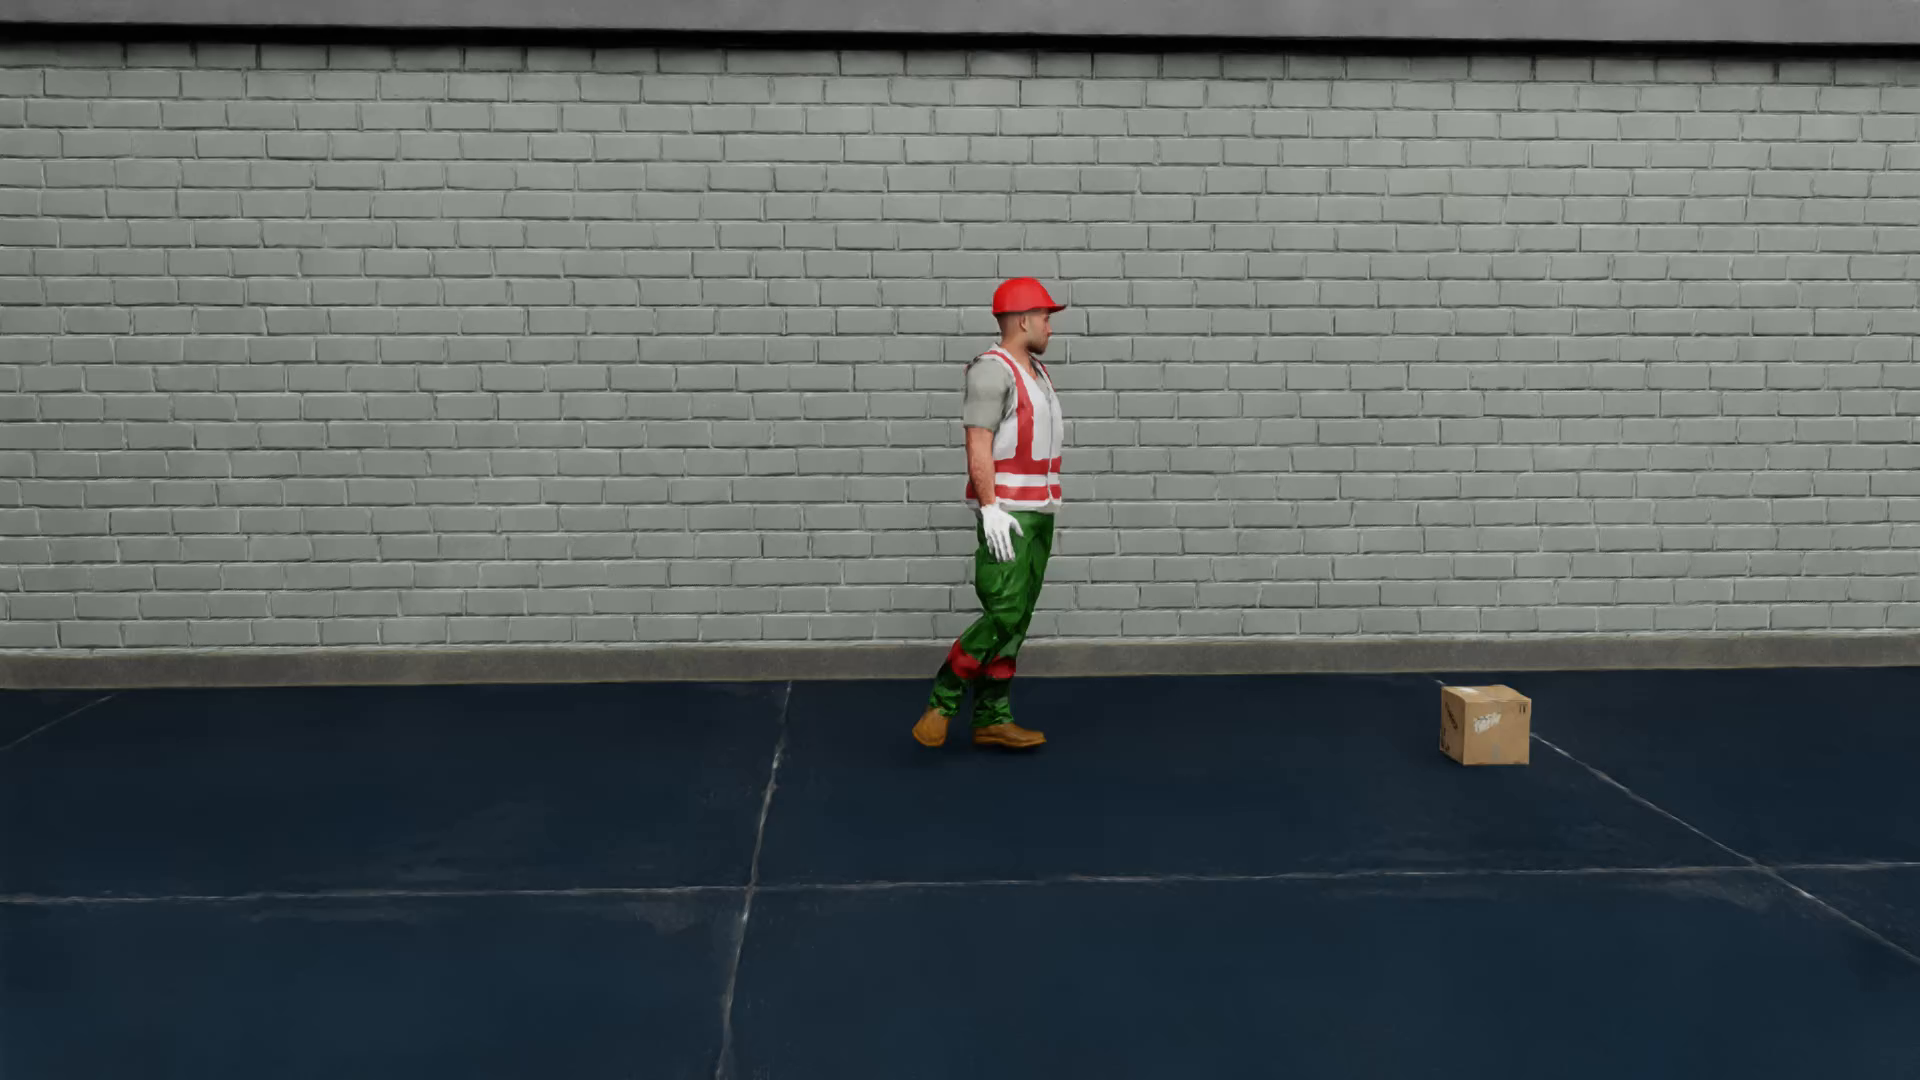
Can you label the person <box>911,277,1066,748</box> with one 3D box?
[{"bbox_3d":[0.138,-0.090,6.245,0.430,1.781,0.711,4,8,30],"label":"person"}]
